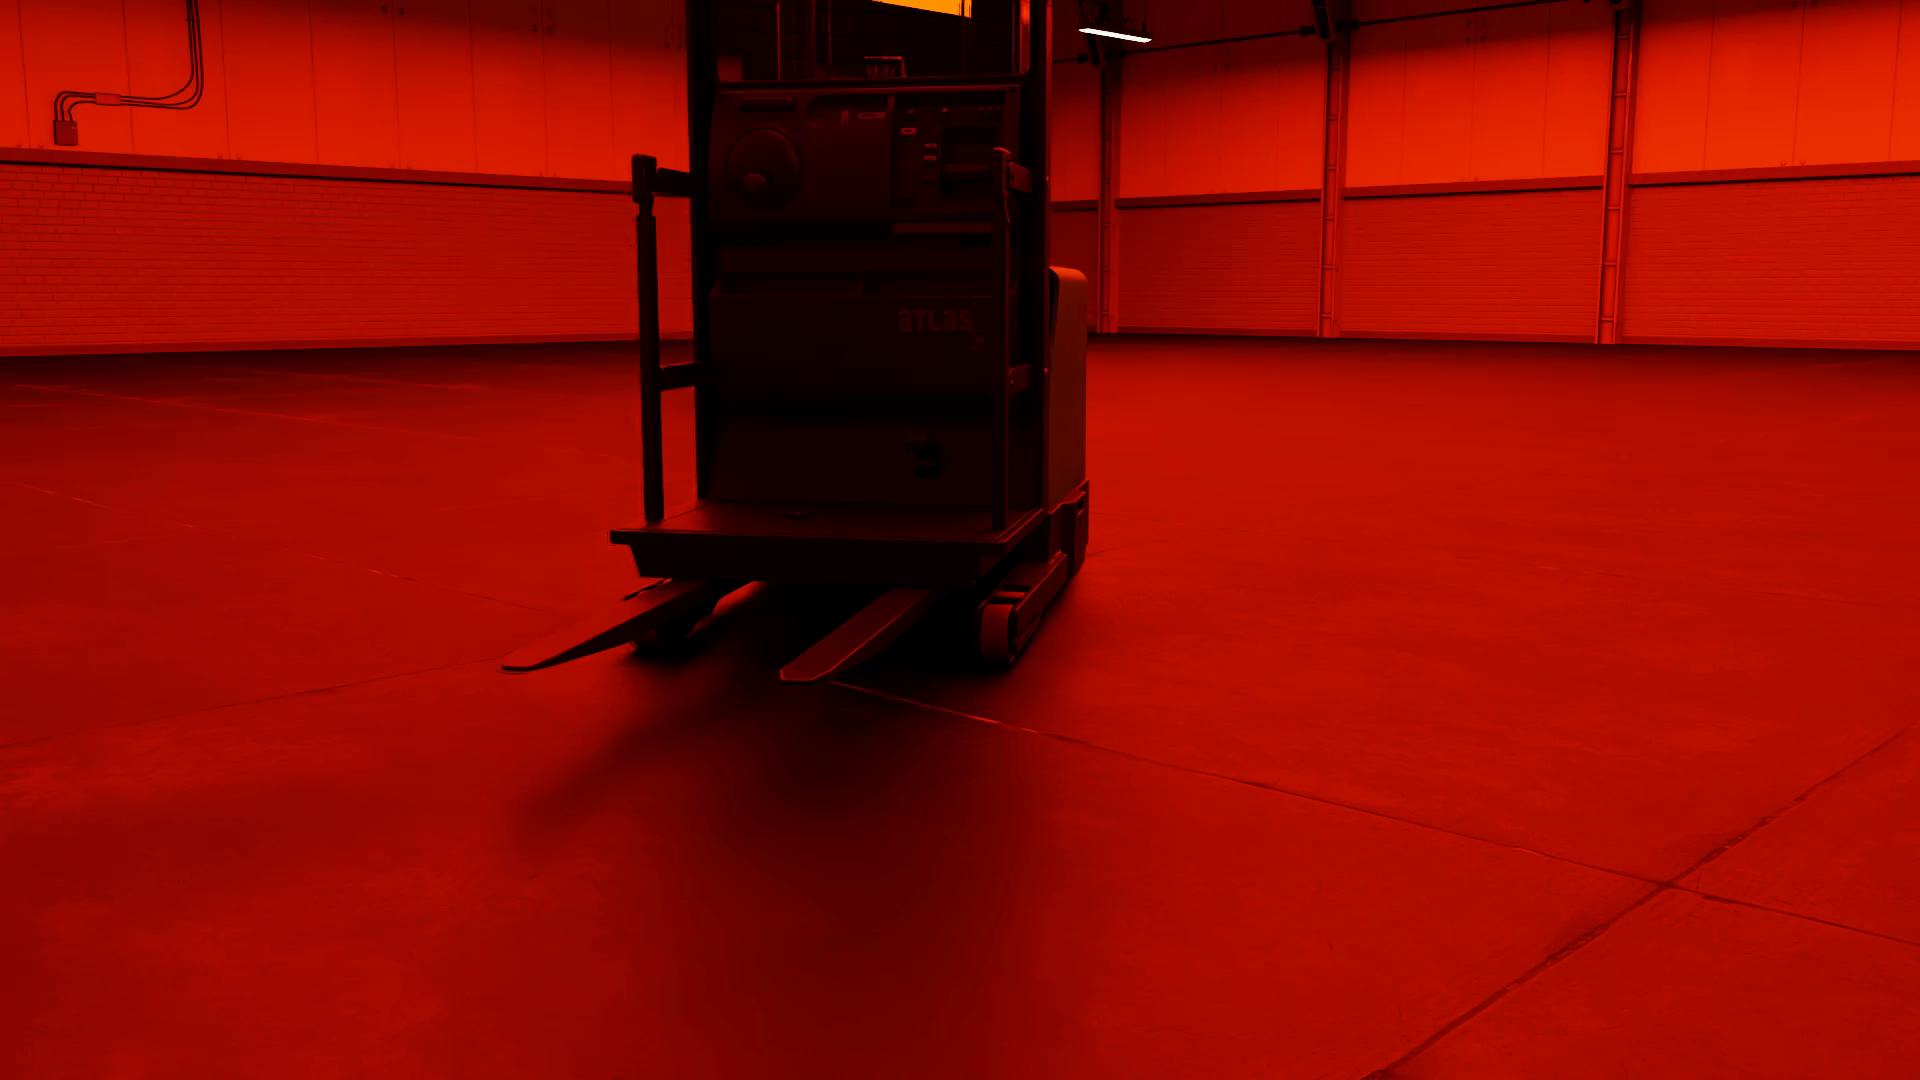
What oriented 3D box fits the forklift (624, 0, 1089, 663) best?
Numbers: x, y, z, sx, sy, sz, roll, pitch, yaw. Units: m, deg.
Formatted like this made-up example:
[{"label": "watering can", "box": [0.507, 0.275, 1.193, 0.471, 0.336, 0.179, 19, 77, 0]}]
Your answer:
[{"label": "forklift", "box": [-0.215, -1.211, 5.211, 1.129, 2.843, 1.939, 2, 9, 11]}]
